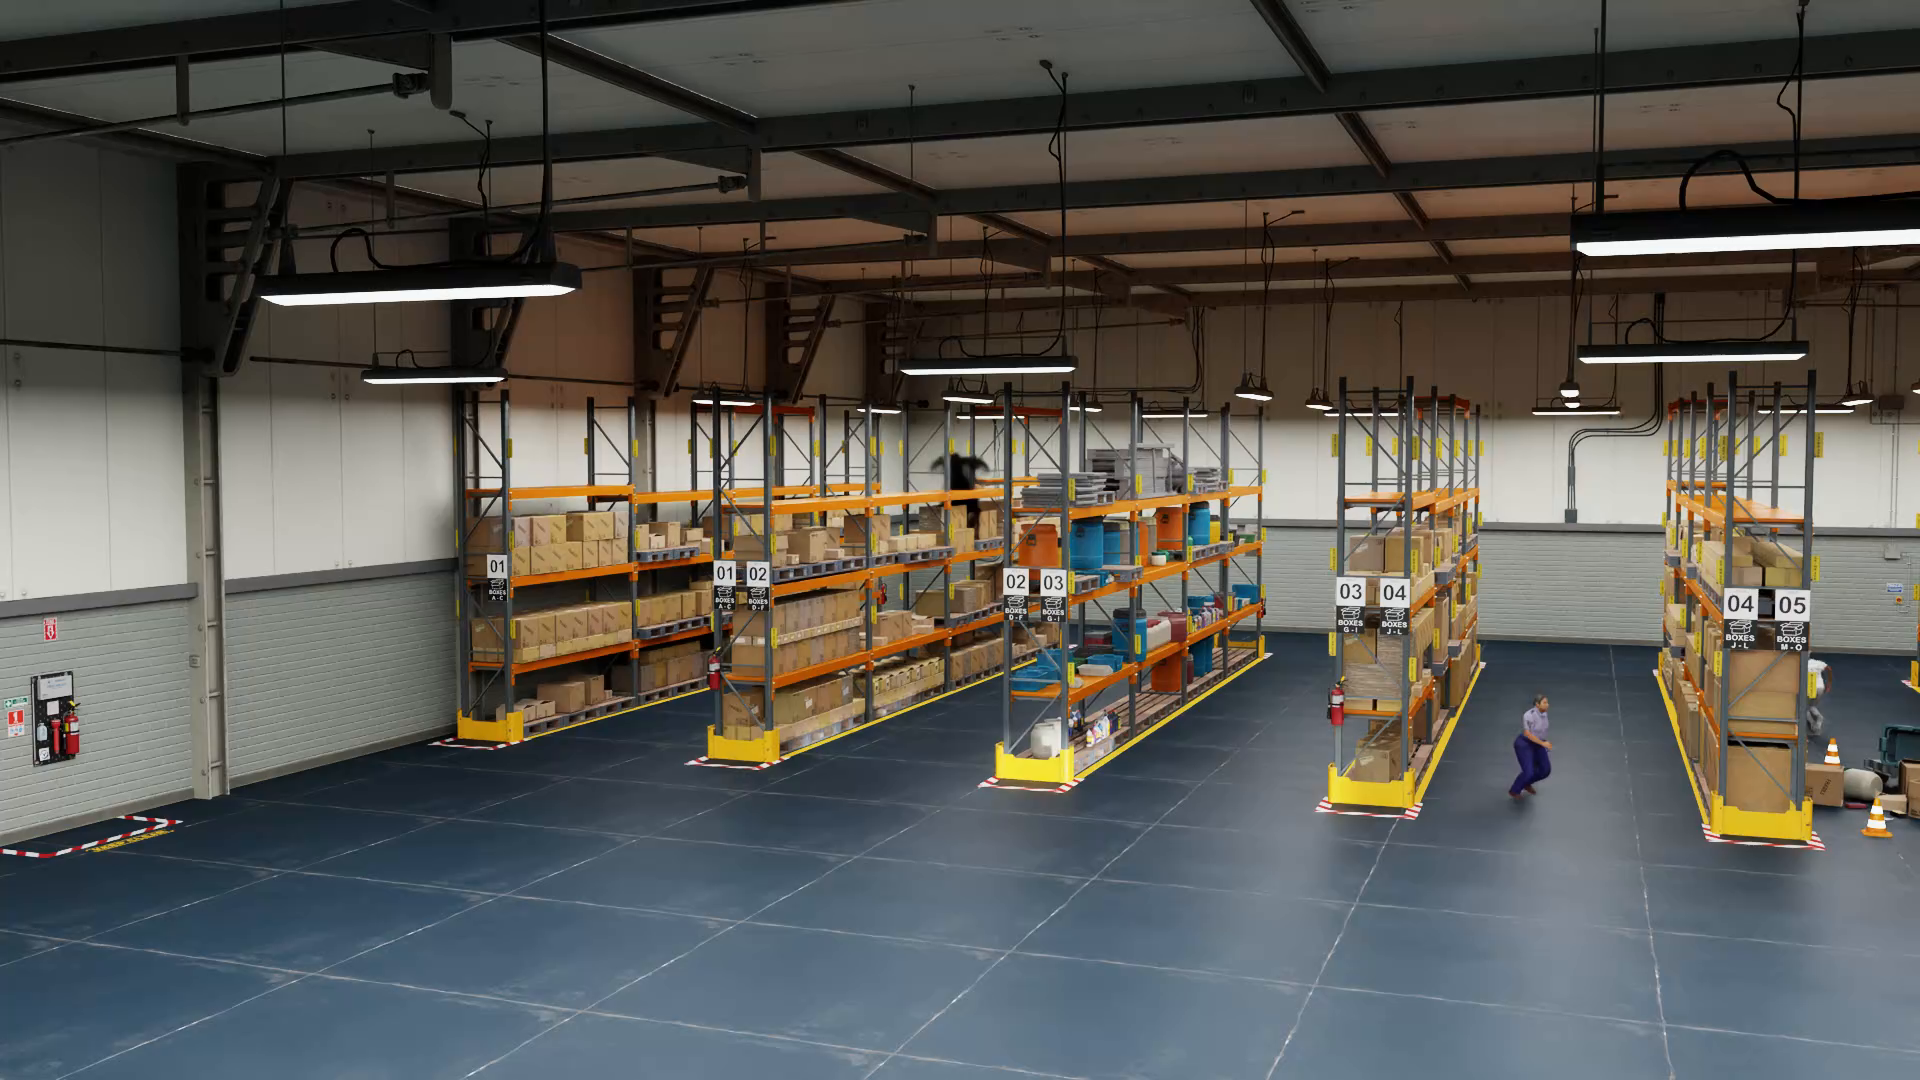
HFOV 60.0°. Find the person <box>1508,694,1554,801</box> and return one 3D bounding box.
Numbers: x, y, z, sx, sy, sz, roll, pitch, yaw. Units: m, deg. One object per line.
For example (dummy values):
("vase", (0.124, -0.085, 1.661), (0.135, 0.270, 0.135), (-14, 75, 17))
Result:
("person", (8.124, 2.961, 23.518), (0.583, 1.612, 0.739), (-2, 4, -31))

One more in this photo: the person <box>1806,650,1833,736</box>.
("person", (14.959, 2.665, 29.181), (0.600, 1.482, 0.773), (0, 3, 2))
